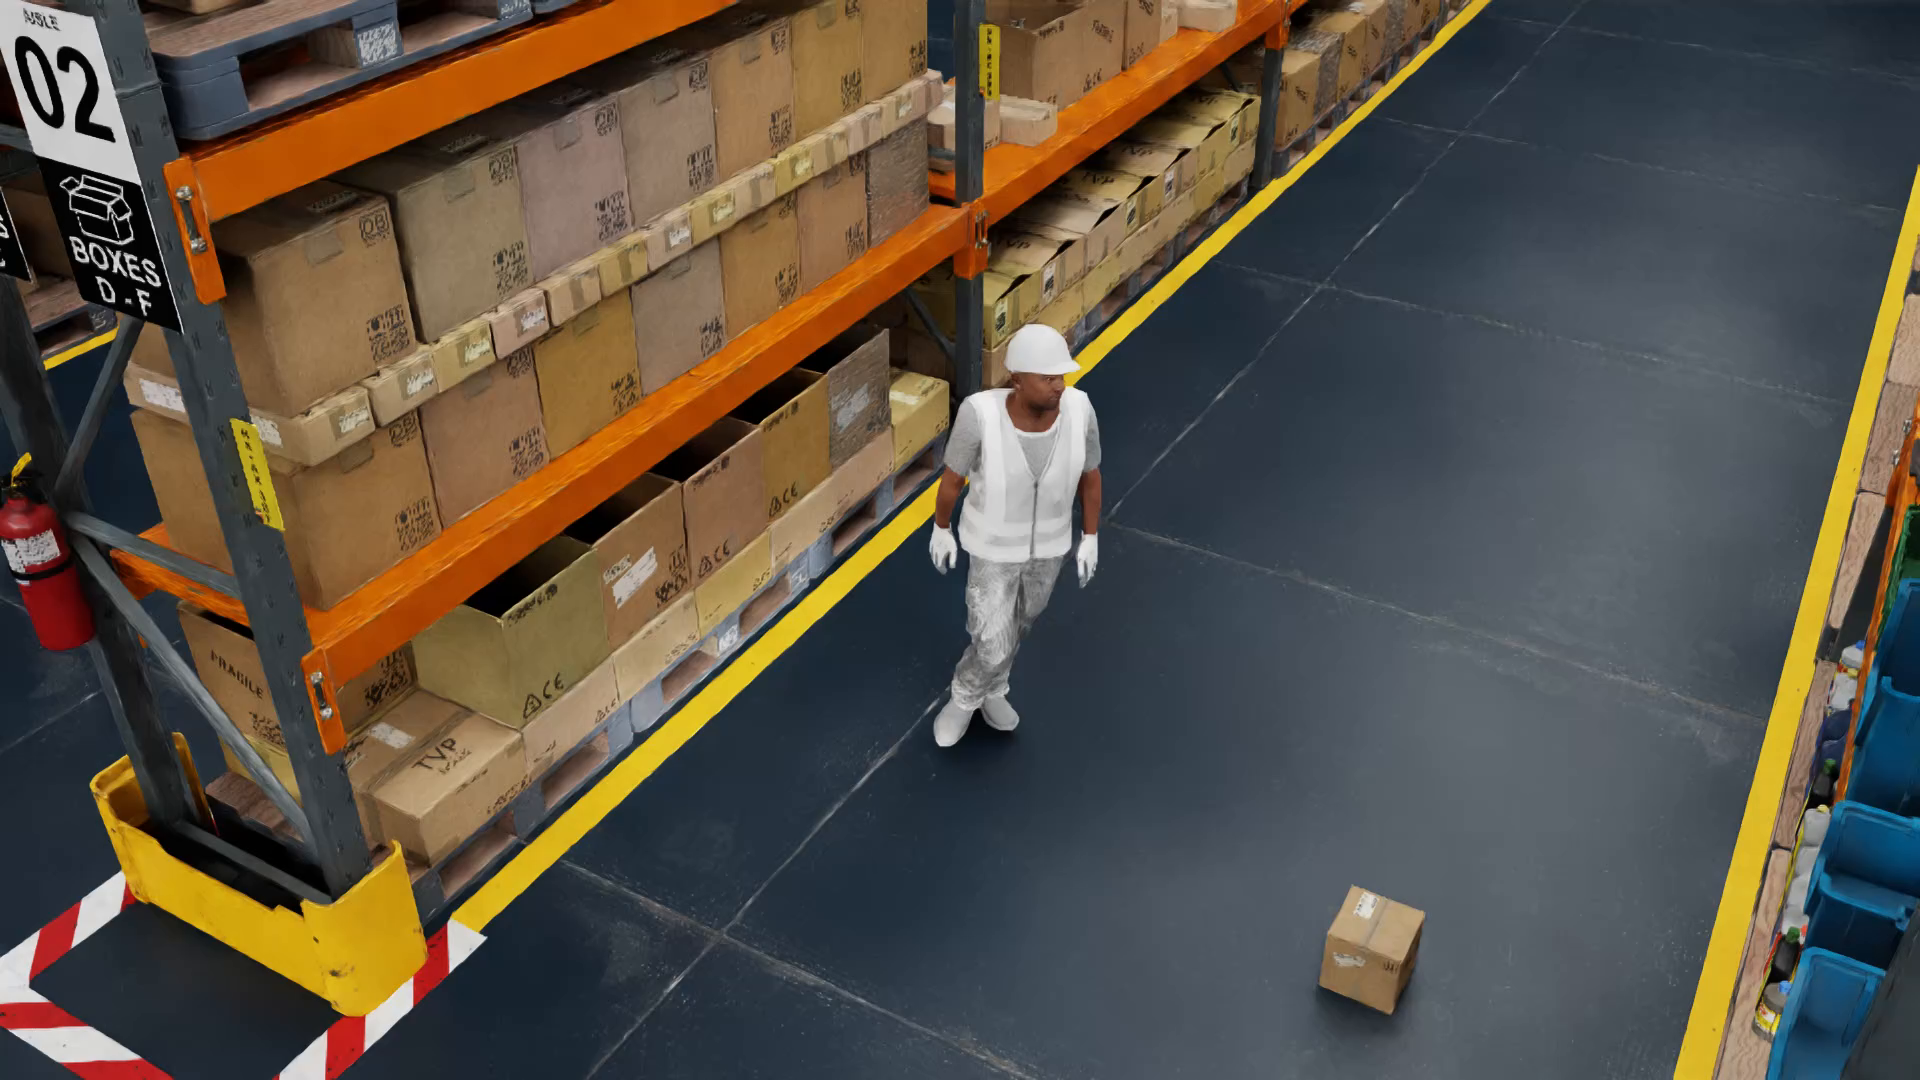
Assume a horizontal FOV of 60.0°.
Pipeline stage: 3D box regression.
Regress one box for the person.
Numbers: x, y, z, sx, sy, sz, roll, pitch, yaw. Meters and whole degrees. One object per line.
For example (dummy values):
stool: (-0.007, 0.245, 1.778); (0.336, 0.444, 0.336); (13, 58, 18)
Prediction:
person: (0.195, 0.001, 6.076); (0.635, 1.765, 0.503); (-12, 36, -18)
